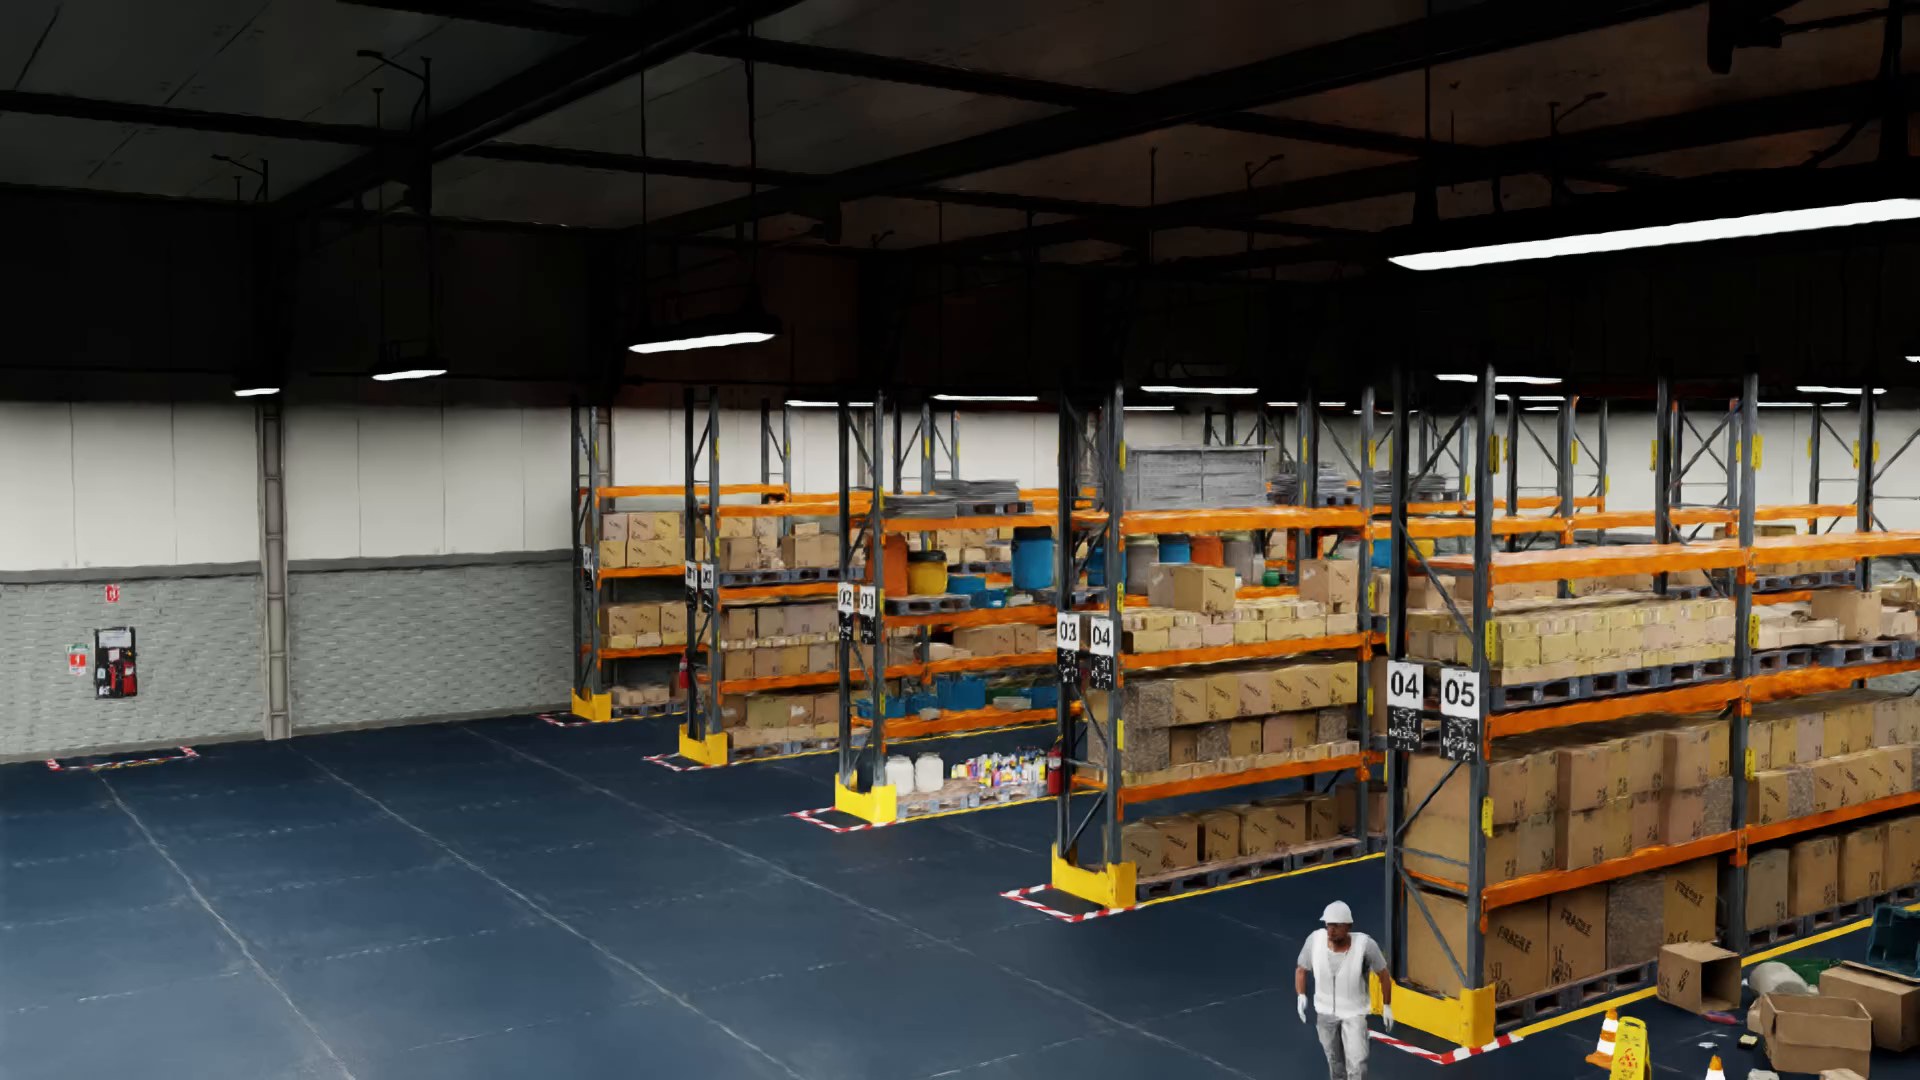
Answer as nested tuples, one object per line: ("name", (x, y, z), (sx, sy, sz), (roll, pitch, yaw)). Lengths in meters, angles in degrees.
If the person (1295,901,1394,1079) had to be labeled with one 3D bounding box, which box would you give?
("person", (2.884, 3.540, 12.509), (0.696, 1.717, 0.798), (2, 4, 35))
